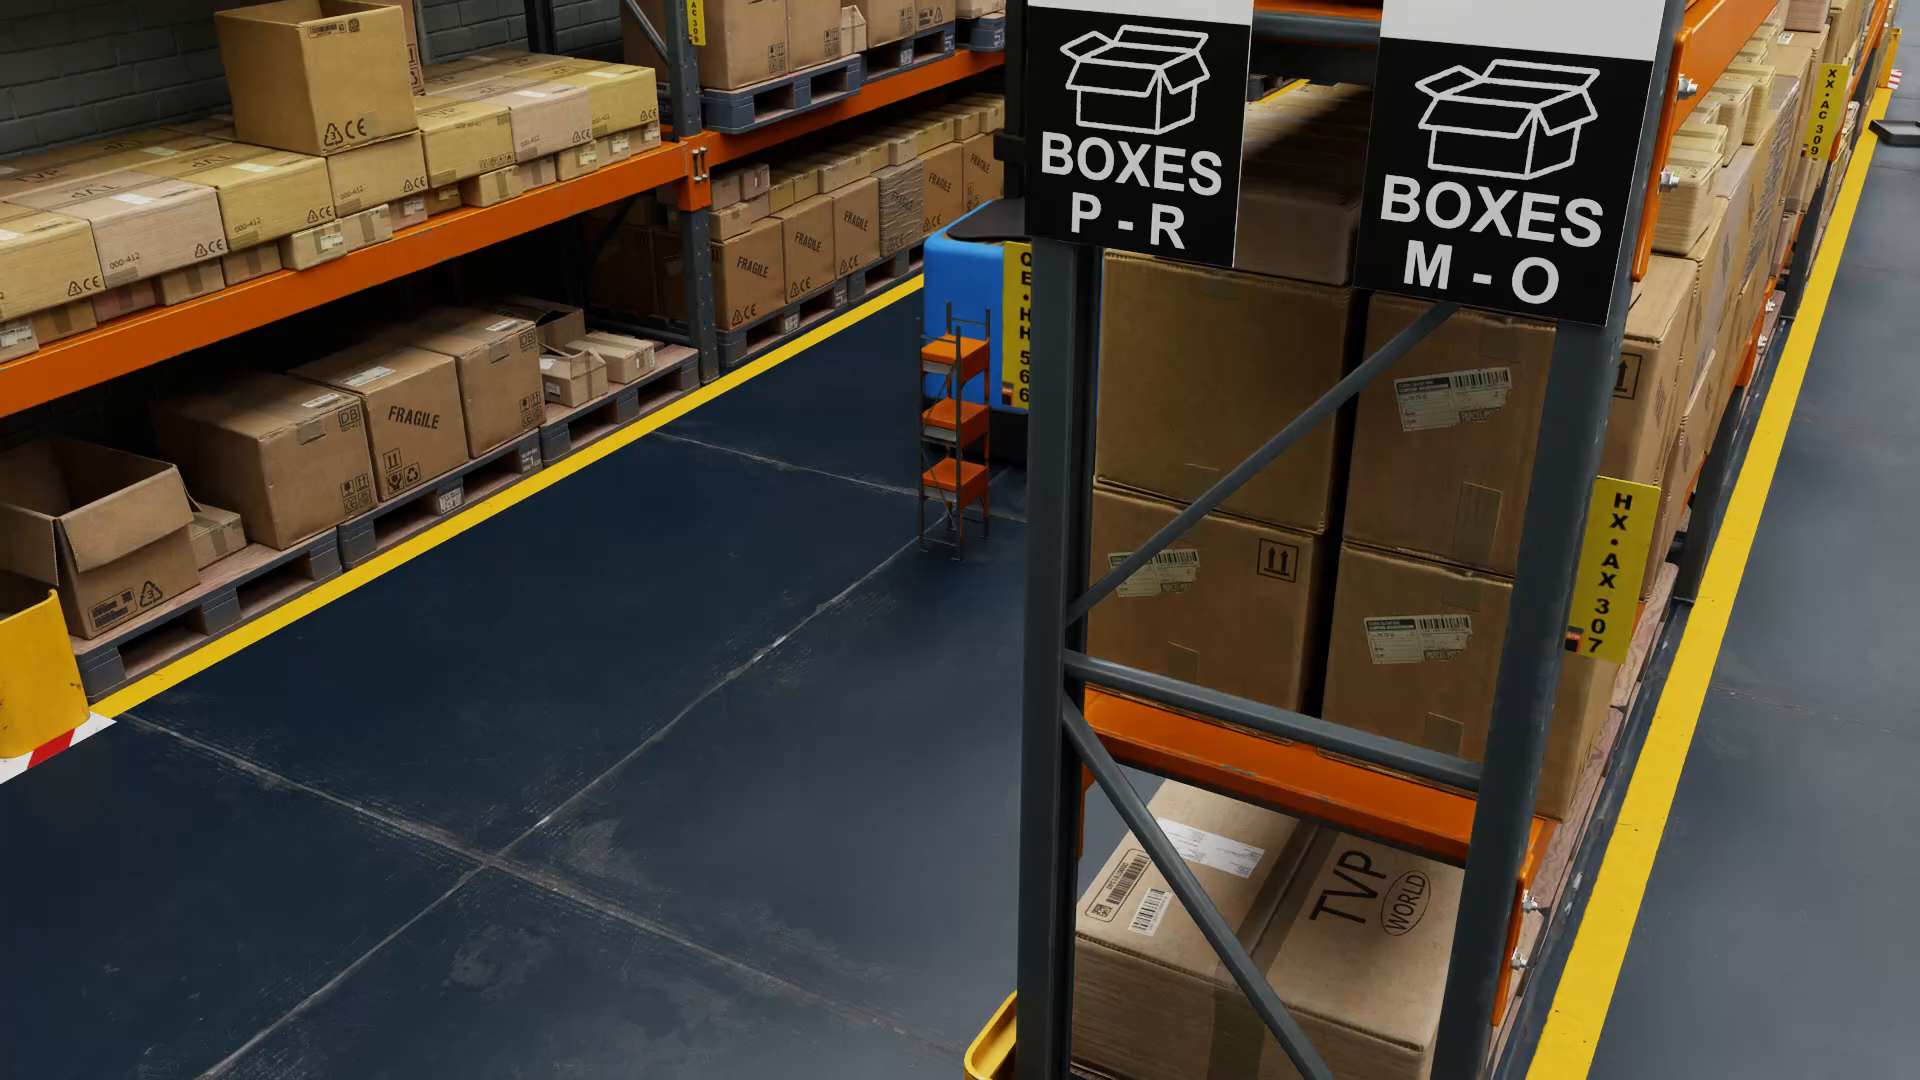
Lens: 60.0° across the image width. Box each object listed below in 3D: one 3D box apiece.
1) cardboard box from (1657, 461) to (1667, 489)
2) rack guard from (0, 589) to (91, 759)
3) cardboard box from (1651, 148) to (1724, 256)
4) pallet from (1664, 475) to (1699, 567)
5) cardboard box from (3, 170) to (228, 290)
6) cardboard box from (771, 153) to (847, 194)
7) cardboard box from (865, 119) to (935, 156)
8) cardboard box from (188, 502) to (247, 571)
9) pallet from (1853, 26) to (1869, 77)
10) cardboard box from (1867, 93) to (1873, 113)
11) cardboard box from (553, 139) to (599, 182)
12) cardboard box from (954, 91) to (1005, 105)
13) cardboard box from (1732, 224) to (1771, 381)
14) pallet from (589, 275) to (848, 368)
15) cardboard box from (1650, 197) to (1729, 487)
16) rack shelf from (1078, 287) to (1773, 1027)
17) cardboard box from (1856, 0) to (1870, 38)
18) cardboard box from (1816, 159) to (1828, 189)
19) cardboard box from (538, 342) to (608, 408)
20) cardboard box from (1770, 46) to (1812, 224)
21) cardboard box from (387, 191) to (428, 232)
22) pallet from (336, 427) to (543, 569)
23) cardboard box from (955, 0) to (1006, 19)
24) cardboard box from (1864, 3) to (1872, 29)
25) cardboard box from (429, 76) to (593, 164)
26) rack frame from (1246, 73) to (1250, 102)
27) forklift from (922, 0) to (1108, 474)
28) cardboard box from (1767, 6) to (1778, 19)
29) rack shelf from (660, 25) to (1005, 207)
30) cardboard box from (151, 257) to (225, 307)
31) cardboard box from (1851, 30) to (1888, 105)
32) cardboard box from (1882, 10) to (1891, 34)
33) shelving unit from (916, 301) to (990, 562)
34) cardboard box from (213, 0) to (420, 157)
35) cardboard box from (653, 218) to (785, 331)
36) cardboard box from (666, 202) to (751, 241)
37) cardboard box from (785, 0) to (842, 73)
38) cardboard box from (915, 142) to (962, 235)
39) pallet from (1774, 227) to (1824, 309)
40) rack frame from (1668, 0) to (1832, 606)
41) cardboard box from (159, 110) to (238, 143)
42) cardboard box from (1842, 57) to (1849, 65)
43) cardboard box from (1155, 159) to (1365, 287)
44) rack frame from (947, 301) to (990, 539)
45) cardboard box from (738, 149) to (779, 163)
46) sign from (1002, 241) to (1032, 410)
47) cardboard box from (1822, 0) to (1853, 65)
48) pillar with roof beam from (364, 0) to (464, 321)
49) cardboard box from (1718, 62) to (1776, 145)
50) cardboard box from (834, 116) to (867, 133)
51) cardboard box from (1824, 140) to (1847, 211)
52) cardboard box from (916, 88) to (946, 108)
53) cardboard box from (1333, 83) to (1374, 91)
[{"bbox_3d":[1.302,-0.021,3.830,0.500,0.500,0.500,14,30,25],"label":"cardboard box"},{"bbox_3d":[-3.695,0.347,5.998,1.175,0.500,0.348,14,30,26],"label":"rack guard"},{"bbox_3d":[1.302,-0.703,3.349,0.380,0.149,0.250,15,30,28],"label":"cardboard box"},{"bbox_3d":[2.873,-0.279,7.571,1.003,0.211,1.213,14,30,26],"label":"pallet"},{"bbox_3d":[-3.026,-1.121,5.974,0.500,0.250,0.500,15,30,27],"label":"cardboard box"},{"bbox_3d":[-0.892,-2.168,9.828,0.380,0.149,0.250,14,30,26],"label":"cardboard box"},{"bbox_3d":[-0.386,-2.574,10.640,0.380,0.149,0.250,14,30,25],"label":"cardboard box"},{"bbox_3d":[-3.106,-0.028,6.672,0.380,0.149,0.250,13,29,24],"label":"cardboard box"},{"bbox_3d":[4.785,-2.983,10.072,1.213,0.211,1.003,14,30,26],"label":"pallet"},{"bbox_3d":[7.273,-3.665,13.824,0.500,0.250,0.500,16,31,29],"label":"cardboard box"},{"bbox_3d":[-1.917,-1.795,7.765,0.380,0.149,0.250,15,30,27],"label":"cardboard box"},{"bbox_3d":[0.181,-2.971,11.432,0.380,0.149,0.250,13,29,24],"label":"cardboard box"},{"bbox_3d":[2.305,-0.814,5.414,0.500,0.500,0.500,13,30,25],"label":"cardboard box"},{"bbox_3d":[-1.397,-1.378,9.768,1.003,0.211,1.213,14,30,26],"label":"pallet"},{"bbox_3d":[1.324,-0.468,3.606,0.500,0.500,0.500,13,30,25],"label":"cardboard box"},{"bbox_3d":[1.575,-0.107,4.917,1.077,0.370,4.000,14,30,26],"label":"rack shelf"},{"bbox_3d":[4.255,-2.798,8.260,0.500,0.500,0.500,15,30,27],"label":"cardboard box"},{"bbox_3d":[3.779,-1.846,7.754,0.500,0.250,0.500,14,30,25],"label":"cardboard box"},{"bbox_3d":[-1.958,-0.844,8.171,0.396,0.266,0.258,15,30,28],"label":"cardboard box"},{"bbox_3d":[2.311,-1.259,5.186,0.500,0.500,0.500,14,30,25],"label":"cardboard box"},{"bbox_3d":[-2.476,-1.410,6.997,0.380,0.149,0.250,14,30,26],"label":"cardboard box"},{"bbox_3d":[-2.702,-0.308,7.630,1.003,0.211,1.213,14,30,26],"label":"pallet"},{"bbox_3d":[-0.034,-3.497,10.583,0.500,0.250,0.500,13,29,24],"label":"cardboard box"},{"bbox_3d":[5.345,-3.230,10.164,0.380,0.149,0.250,14,30,26],"label":"cardboard box"},{"bbox_3d":[-2.036,-1.915,7.560,0.500,0.250,0.500,14,30,26],"label":"cardboard box"},{"bbox_3d":[2.171,-5.418,14.722,1.000,3.000,0.127,14,30,26],"label":"rack frame"},{"bbox_3d":[0.880,-2.243,8.455,1.130,2.935,3.031,11,29,21],"label":"forklift"},{"bbox_3d":[2.220,-1.524,4.989,0.380,0.149,0.250,14,30,26],"label":"cardboard box"},{"bbox_3d":[-0.780,-2.758,10.212,1.077,0.370,4.000,14,30,26],"label":"rack shelf"},{"bbox_3d":[-2.970,-1.001,6.179,0.380,0.149,0.250,15,30,28],"label":"cardboard box"},{"bbox_3d":[7.020,-3.790,13.235,0.500,0.500,0.500,16,31,28],"label":"cardboard box"},{"bbox_3d":[7.134,-4.116,13.161,0.380,0.149,0.250,15,30,27],"label":"cardboard box"},{"bbox_3d":[-0.026,-0.449,6.973,0.215,1.050,0.252,14,30,26],"label":"shelving unit"},{"bbox_3d":[-2.537,-1.844,6.581,0.500,0.500,0.500,15,30,27],"label":"cardboard box"},{"bbox_3d":[-1.330,-1.509,9.237,0.500,0.500,0.500,16,31,28],"label":"cardboard box"},{"bbox_3d":[-1.356,-1.741,8.976,0.380,0.149,0.250,16,31,28],"label":"cardboard box"},{"bbox_3d":[-1.077,-2.873,9.058,0.700,0.500,0.500,15,30,27],"label":"cardboard box"},{"bbox_3d":[-0.328,-2.319,10.856,0.500,0.500,0.500,16,31,28],"label":"cardboard box"},{"bbox_3d":[4.913,-1.824,10.659,1.003,0.211,1.213,14,30,26],"label":"pallet"},{"bbox_3d":[2.559,-1.208,6.313,1.000,3.000,0.127,14,30,26],"label":"rack frame"},{"bbox_3d":[-2.977,-1.641,7.013,0.500,0.250,0.500,14,30,26],"label":"cardboard box"},{"bbox_3d":[3.772,-2.072,7.647,0.500,0.250,0.500,13,29,25],"label":"cardboard box"},{"bbox_3d":[0.594,-0.615,3.175,0.380,0.149,0.250,15,30,27],"label":"cardboard box"},{"bbox_3d":[0.034,-0.496,7.068,0.200,1.050,0.008,14,30,26],"label":"rack frame"},{"bbox_3d":[-1.312,-2.268,10.029,0.380,0.149,0.250,15,30,27],"label":"cardboard box"},{"bbox_3d":[0.126,-0.398,3.136,0.100,0.325,0.005,14,30,26],"label":"sign"},{"bbox_3d":[3.026,-1.808,6.283,0.500,0.500,0.500,15,30,27],"label":"cardboard box"},{"bbox_3d":[0.857,-3.962,5.111,9.100,9.000,0.400,14,30,26],"label":"pillar with roof beam"},{"bbox_3d":[1.807,-1.104,4.151,0.380,0.149,0.250,13,30,25],"label":"cardboard box"},{"bbox_3d":[-0.832,-2.674,10.840,0.380,0.149,0.250,14,30,25],"label":"cardboard box"},{"bbox_3d":[5.548,-2.582,11.523,0.950,0.372,0.625,15,30,28],"label":"cardboard box"},{"bbox_3d":[-0.324,-3.084,11.659,0.380,0.149,0.250,16,31,29],"label":"cardboard box"},{"bbox_3d":[1.101,-1.014,3.971,0.380,0.149,0.250,14,30,26],"label":"cardboard box"}]
